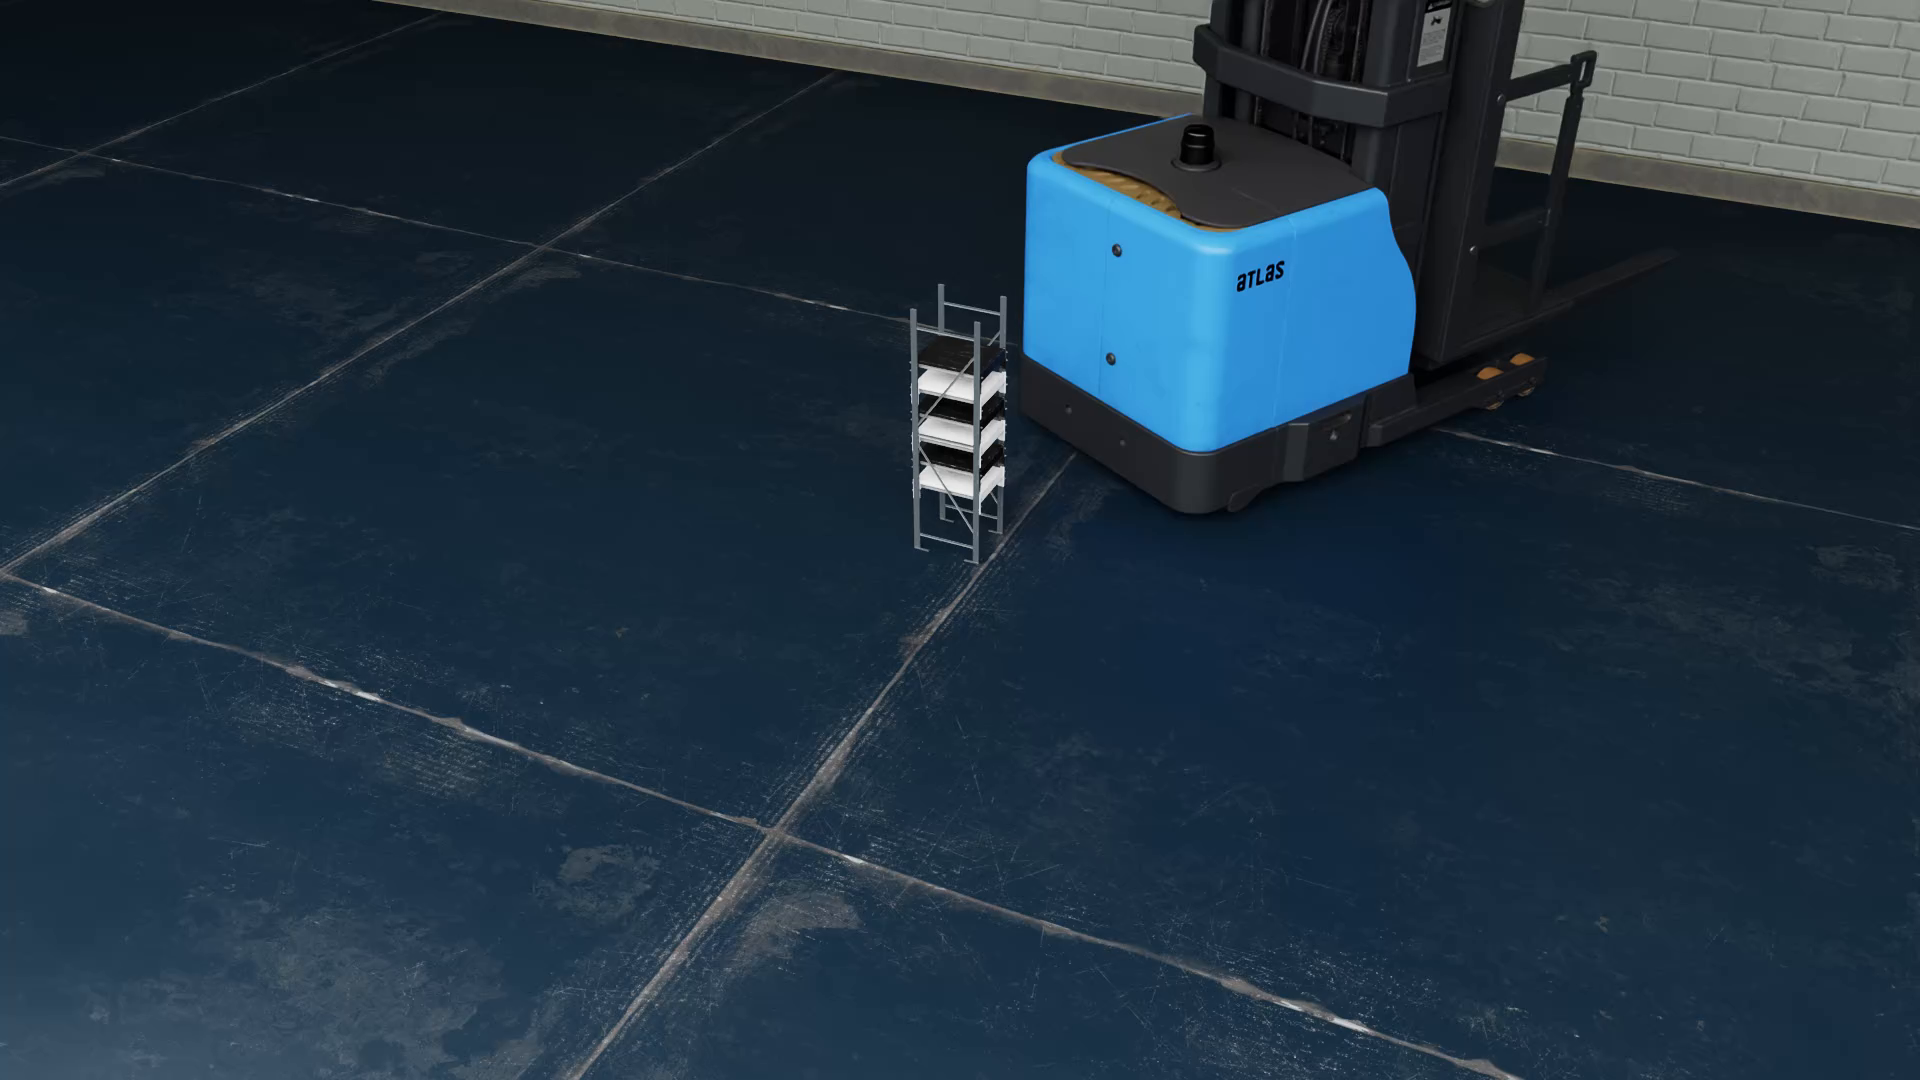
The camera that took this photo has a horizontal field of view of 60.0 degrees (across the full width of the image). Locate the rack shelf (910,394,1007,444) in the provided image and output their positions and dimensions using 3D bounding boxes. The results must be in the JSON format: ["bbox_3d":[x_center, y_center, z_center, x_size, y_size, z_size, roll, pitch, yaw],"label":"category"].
[{"bbox_3d":[-0.003,-0.420,5.466,0.258,0.077,0.200,14,36,20],"label":"rack shelf"}]

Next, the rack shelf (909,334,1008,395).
[{"bbox_3d":[-0.003,-0.570,5.367,0.258,0.077,0.200,14,36,20],"label":"rack shelf"}]

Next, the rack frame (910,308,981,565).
[{"bbox_3d":[-0.046,-0.322,5.420,0.240,0.900,0.006,14,36,20],"label":"rack frame"}]

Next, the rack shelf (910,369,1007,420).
[{"bbox_3d":[-0.003,-0.495,5.417,0.258,0.077,0.200,14,36,20],"label":"rack shelf"}]

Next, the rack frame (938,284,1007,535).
[{"bbox_3d":[0.039,-0.423,5.574,0.240,0.900,0.006,14,36,20],"label":"rack frame"}]

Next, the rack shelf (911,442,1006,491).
[{"bbox_3d":[-0.003,-0.269,5.565,0.258,0.077,0.200,14,36,20],"label":"rack shelf"}]

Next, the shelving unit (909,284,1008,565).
[{"bbox_3d":[-0.003,-0.372,5.497,0.258,0.900,0.210,14,36,20],"label":"shelving unit"}]

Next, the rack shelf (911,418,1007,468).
[{"bbox_3d":[-0.003,-0.344,5.515,0.258,0.077,0.200,14,36,20],"label":"rack shelf"}]

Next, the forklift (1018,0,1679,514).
[{"bbox_3d":[1.714,-1.950,6.051,3.031,2.935,1.130,-22,39,-29],"label":"forklift"}]

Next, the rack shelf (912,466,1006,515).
[{"bbox_3d":[-0.003,-0.194,5.614,0.258,0.077,0.200,14,36,20],"label":"rack shelf"}]
